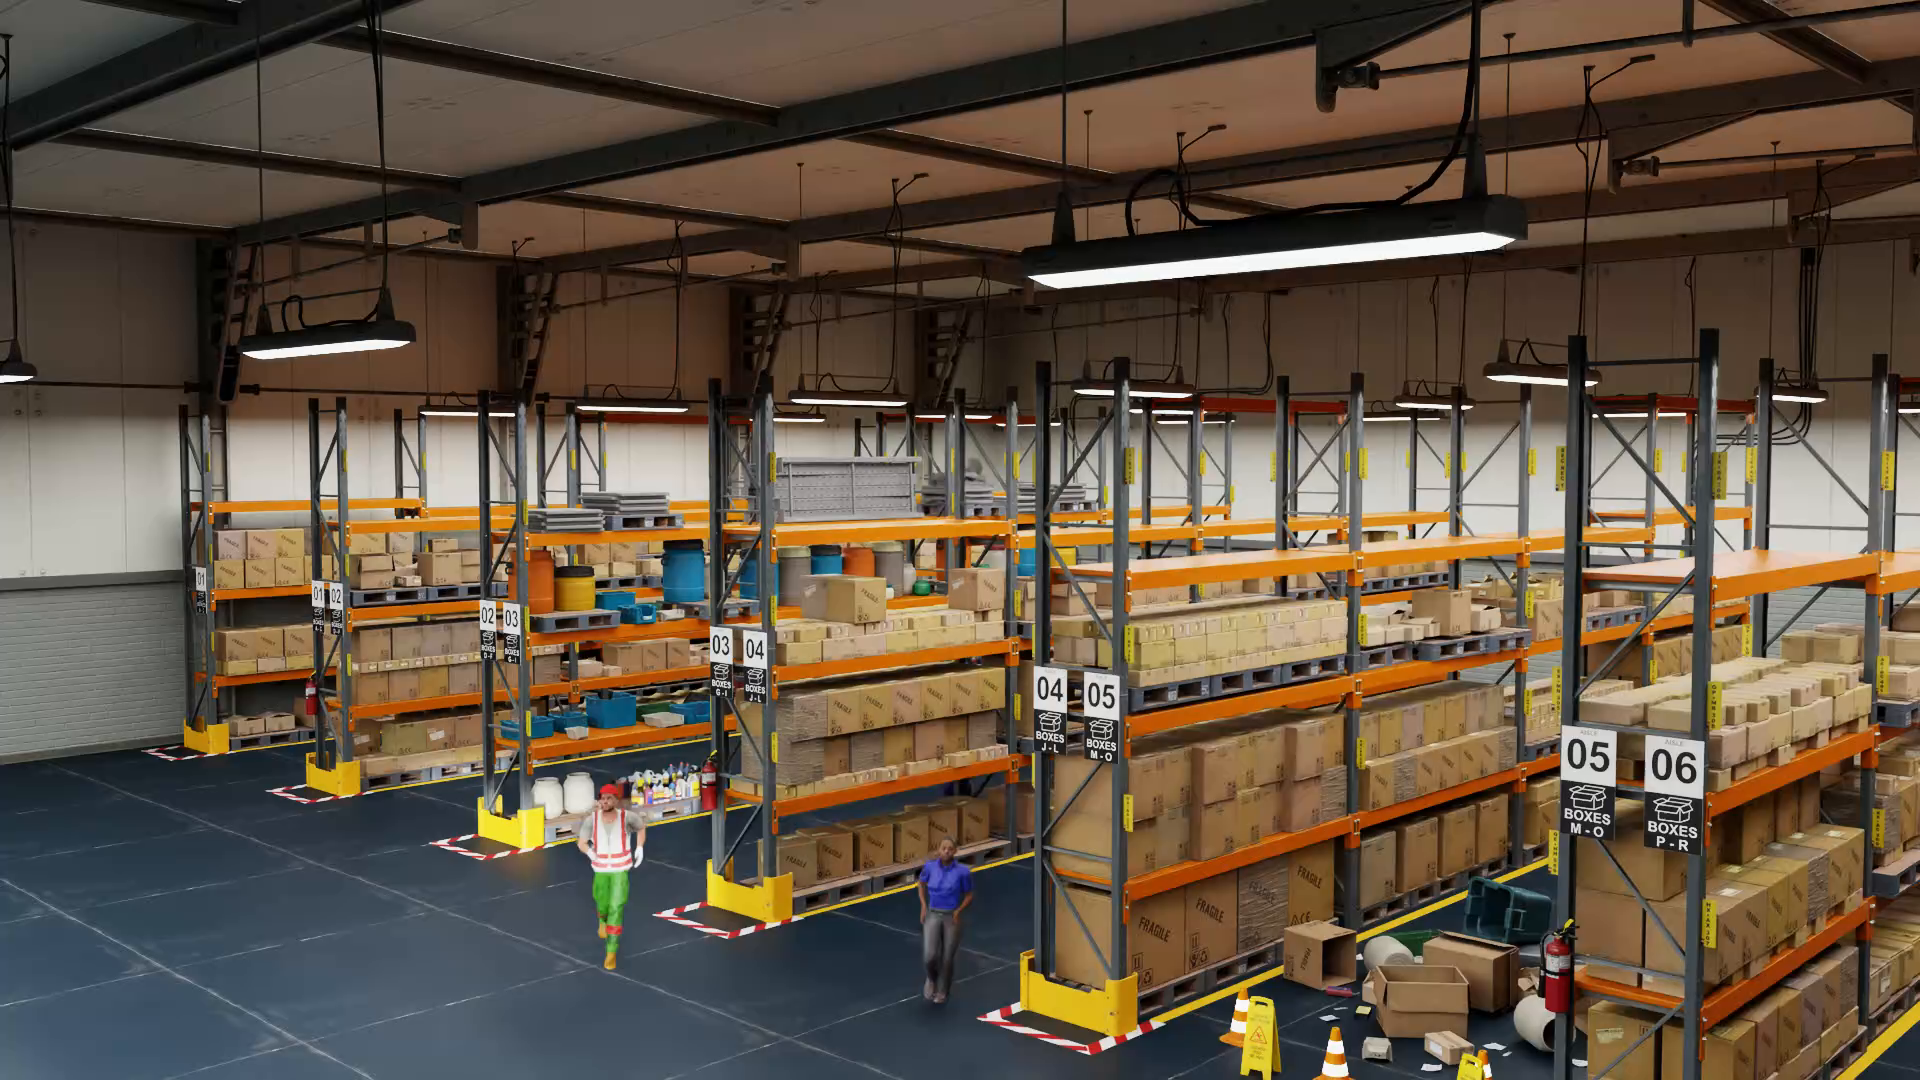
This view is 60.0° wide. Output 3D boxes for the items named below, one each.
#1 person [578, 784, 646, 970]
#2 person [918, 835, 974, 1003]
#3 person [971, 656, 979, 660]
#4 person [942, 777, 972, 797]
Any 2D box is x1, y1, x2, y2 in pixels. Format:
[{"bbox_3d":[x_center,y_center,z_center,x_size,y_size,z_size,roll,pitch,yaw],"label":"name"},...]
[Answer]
[{"bbox_3d":[-3.558,3.373,17.016,0.669,1.790,0.987,0,3,-3],"label":"person"},{"bbox_3d":[-0.142,3.552,15.491,0.542,1.608,0.598,0,3,5],"label":"person"},{"bbox_3d":[0.411,2.363,31.806,0.715,1.765,0.766,2,4,37],"label":"person"},{"bbox_3d":[-0.013,3.162,23.278,0.644,1.605,0.646,2,4,38],"label":"person"}]
